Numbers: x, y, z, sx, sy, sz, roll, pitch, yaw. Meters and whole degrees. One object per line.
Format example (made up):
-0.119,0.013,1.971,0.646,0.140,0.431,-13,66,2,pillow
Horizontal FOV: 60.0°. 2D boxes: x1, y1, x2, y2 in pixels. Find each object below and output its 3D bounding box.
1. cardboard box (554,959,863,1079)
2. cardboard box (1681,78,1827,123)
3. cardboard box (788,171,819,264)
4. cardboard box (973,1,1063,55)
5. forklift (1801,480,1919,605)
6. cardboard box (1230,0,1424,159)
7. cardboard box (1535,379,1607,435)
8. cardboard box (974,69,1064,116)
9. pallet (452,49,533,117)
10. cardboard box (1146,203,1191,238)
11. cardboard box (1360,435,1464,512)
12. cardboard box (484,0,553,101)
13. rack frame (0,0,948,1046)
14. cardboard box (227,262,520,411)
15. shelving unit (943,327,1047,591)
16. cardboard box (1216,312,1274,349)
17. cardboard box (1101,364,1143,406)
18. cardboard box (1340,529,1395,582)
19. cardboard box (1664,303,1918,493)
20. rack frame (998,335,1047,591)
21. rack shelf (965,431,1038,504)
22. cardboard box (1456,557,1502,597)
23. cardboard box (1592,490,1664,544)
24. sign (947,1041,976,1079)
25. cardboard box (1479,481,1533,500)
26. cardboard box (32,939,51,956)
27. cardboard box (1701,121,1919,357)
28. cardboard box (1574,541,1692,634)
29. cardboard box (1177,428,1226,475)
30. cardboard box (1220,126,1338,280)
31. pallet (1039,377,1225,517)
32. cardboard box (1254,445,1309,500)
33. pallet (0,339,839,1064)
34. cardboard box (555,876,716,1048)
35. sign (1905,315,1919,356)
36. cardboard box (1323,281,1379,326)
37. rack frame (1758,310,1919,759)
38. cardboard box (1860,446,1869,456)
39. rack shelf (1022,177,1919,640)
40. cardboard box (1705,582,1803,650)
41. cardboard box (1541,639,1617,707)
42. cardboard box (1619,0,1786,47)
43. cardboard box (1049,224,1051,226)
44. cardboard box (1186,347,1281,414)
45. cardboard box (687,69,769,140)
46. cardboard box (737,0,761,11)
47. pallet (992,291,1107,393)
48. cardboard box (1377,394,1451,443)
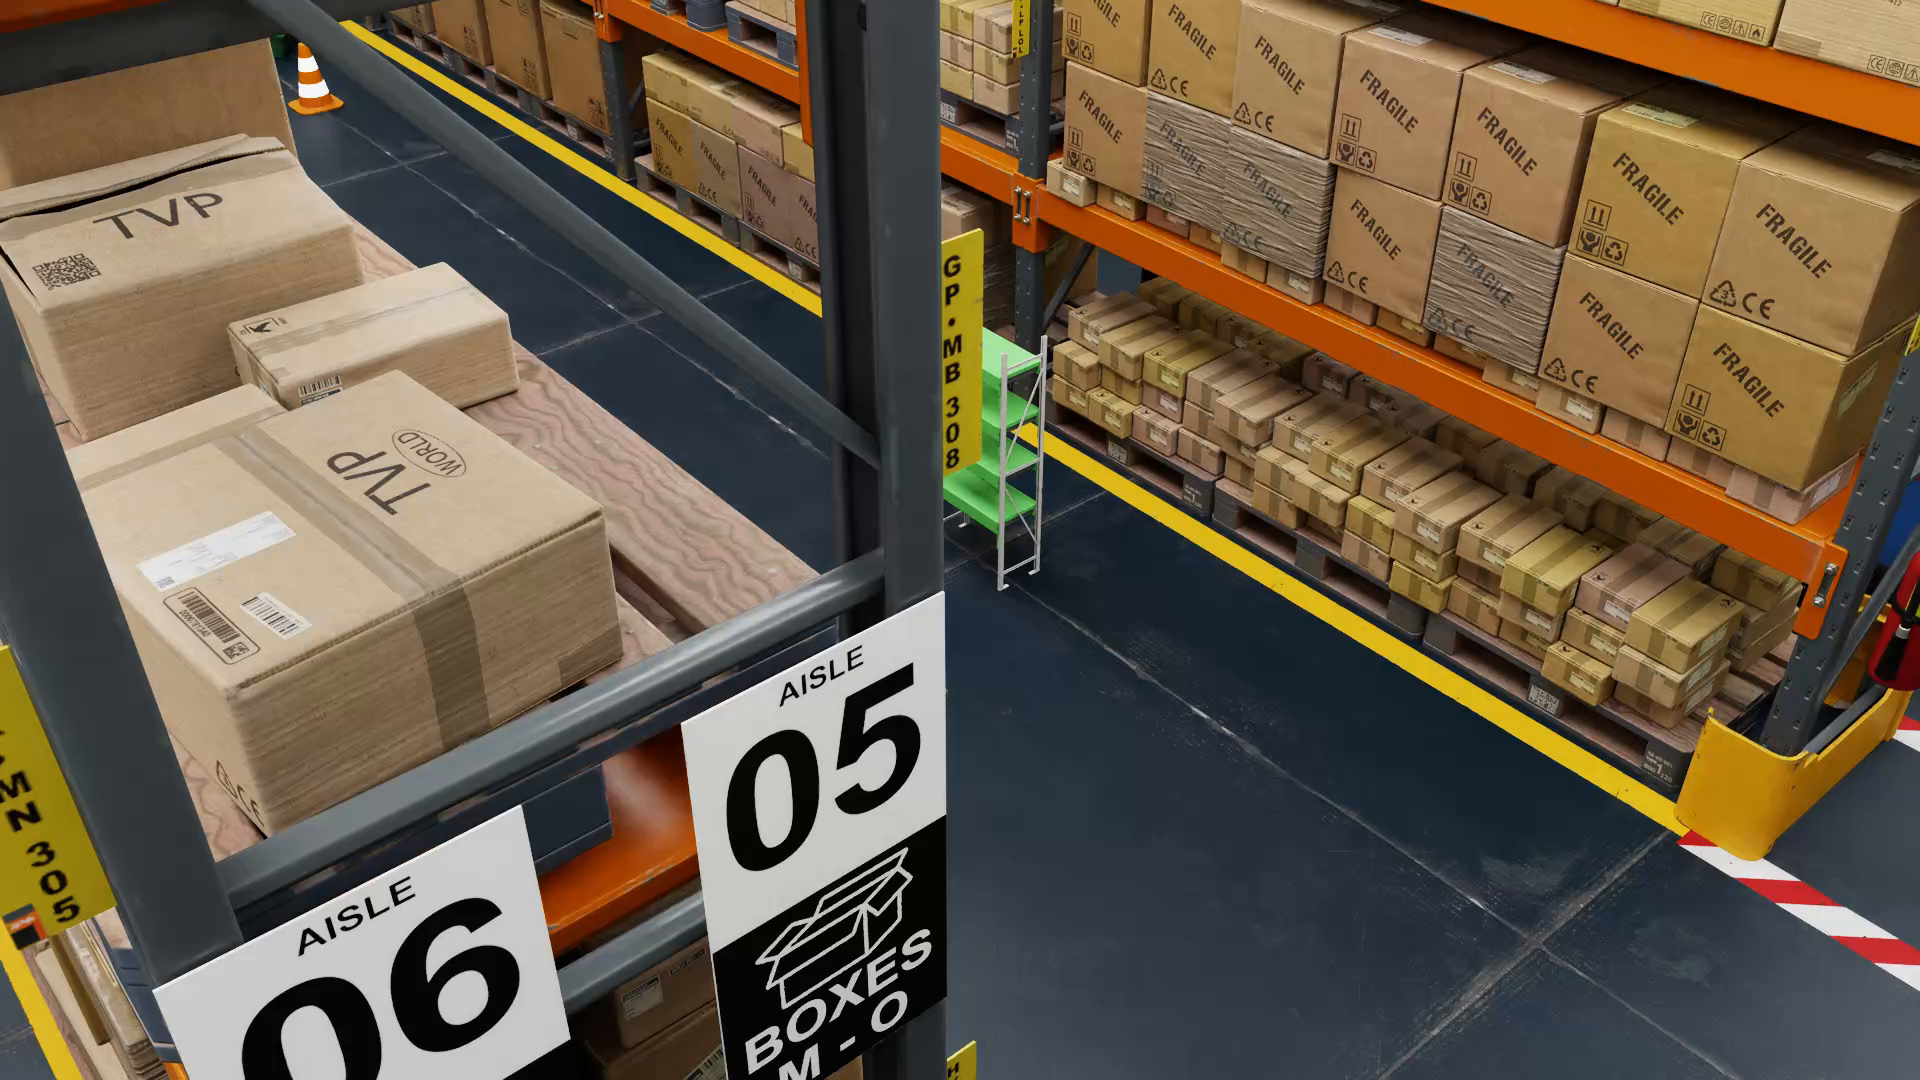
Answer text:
-0.531,0.831,3.029,0.500,0.500,0.500,-27,43,-33,cardboard box
2.859,-1.381,5.895,0.500,0.500,0.500,-25,42,-31,cardboard box
-0.633,-1.898,9.633,0.500,0.500,0.500,-27,43,-33,cardboard box
0.287,-2.475,7.988,0.380,0.149,0.250,-24,42,-30,cardboard box
3.619,-1.445,7.255,1.130,2.935,3.031,-29,45,-35,forklift
1.448,-1.882,6.603,0.500,0.500,0.500,-25,42,-31,cardboard box
2.363,-0.562,6.165,0.380,0.149,0.250,-25,42,-31,cardboard box
0.288,-2.229,8.156,0.380,0.149,0.250,-27,43,-33,cardboard box
-3.120,-3.601,12.652,1.003,0.211,1.213,-26,43,-32,pallet
1.064,-1.525,7.525,0.380,0.149,0.250,-28,44,-34,cardboard box
1.939,-0.275,7.132,0.380,0.149,0.250,-28,44,-33,cardboard box
-2.777,-3.765,12.054,1.050,0.750,0.750,-25,42,-31,cardboard box
-0.439,-0.850,1.164,1.000,3.000,0.127,-26,43,-32,rack frame
-0.966,-0.302,2.753,0.380,0.149,0.250,-24,42,-30,cardboard box
0.107,-0.417,7.300,0.258,1.200,0.503,-26,43,-32,shelving unit
1.485,-1.044,8.218,0.380,0.149,0.250,-26,43,-32,cardboard box
0.917,-0.830,8.173,0.380,0.149,0.250,-26,43,-31,cardboard box
1.887,-0.001,7.260,0.380,0.149,0.250,-25,42,-31,cardboard box
2.790,-0.557,5.598,0.500,0.500,0.500,-25,42,-31,cardboard box
0.264,-0.309,7.148,0.240,1.200,0.015,-26,43,-32,rack frame
0.107,-0.364,7.337,0.258,0.148,0.480,-26,43,-32,rack shelf
2.287,0.066,6.908,0.380,0.149,0.250,-27,43,-32,cardboard box
2.864,-0.137,6.937,0.380,0.149,0.250,-26,43,-32,cardboard box
-0.012,1.008,2.914,0.100,0.325,0.005,-26,43,-32,sign
2.449,-0.202,7.285,0.380,0.149,0.250,-28,44,-34,cardboard box
-2.697,1.024,5.563,0.875,0.438,0.875,-27,43,-32,cardboard box
2.791,-0.972,5.318,0.500,0.500,0.500,-27,43,-33,cardboard box
2.623,0.185,6.482,0.380,0.149,0.250,-25,42,-31,cardboard box
1.259,-0.485,7.943,0.380,0.149,0.250,-27,43,-33,cardboard box
1.445,-1.457,6.868,0.500,0.500,0.500,-27,43,-33,cardboard box
1.156,-0.637,8.467,1.003,0.211,1.213,-26,43,-32,pallet
1.548,-0.351,7.496,0.380,0.149,0.250,-26,43,-32,cardboard box
-0.926,0.087,2.514,1.003,0.211,1.213,-26,43,-32,pallet
-0.457,0.625,2.760,0.380,0.149,0.250,-25,42,-31,cardboard box
2.840,-0.696,4.862,0.100,0.325,0.005,-26,43,-32,sign
1.724,-1.045,6.847,0.380,0.149,0.250,-24,42,-30,cardboard box
3.277,-0.293,5.568,1.000,3.000,0.127,-26,43,-32,rack frame
3.318,-0.455,6.015,0.380,0.149,0.250,-26,43,-32,cardboard box
1.986,-0.882,7.023,1.077,0.370,4.000,-26,43,-32,rack shelf
3.135,0.251,6.646,0.380,0.149,0.250,-24,42,-30,cardboard box
2.534,0.469,6.596,0.380,0.149,0.250,-25,42,-30,cardboard box
2.446,-1.780,5.203,0.500,0.250,0.500,-26,43,-32,cardboard box
0.420,-1.941,9.046,0.500,0.250,0.500,-28,44,-34,cardboard box
1.279,-0.736,7.783,0.380,0.149,0.250,-27,43,-33,cardboard box
-1.298,-2.663,10.066,0.500,0.250,0.500,-27,43,-32,cardboard box
-1.055,-3.148,9.454,0.380,0.149,0.250,-25,42,-30,cardboard box
0.192,-1.264,9.352,1.003,0.211,1.213,-26,43,-32,pallet
2.099,-0.550,7.520,0.380,0.149,0.250,-26,43,-32,cardboard box
